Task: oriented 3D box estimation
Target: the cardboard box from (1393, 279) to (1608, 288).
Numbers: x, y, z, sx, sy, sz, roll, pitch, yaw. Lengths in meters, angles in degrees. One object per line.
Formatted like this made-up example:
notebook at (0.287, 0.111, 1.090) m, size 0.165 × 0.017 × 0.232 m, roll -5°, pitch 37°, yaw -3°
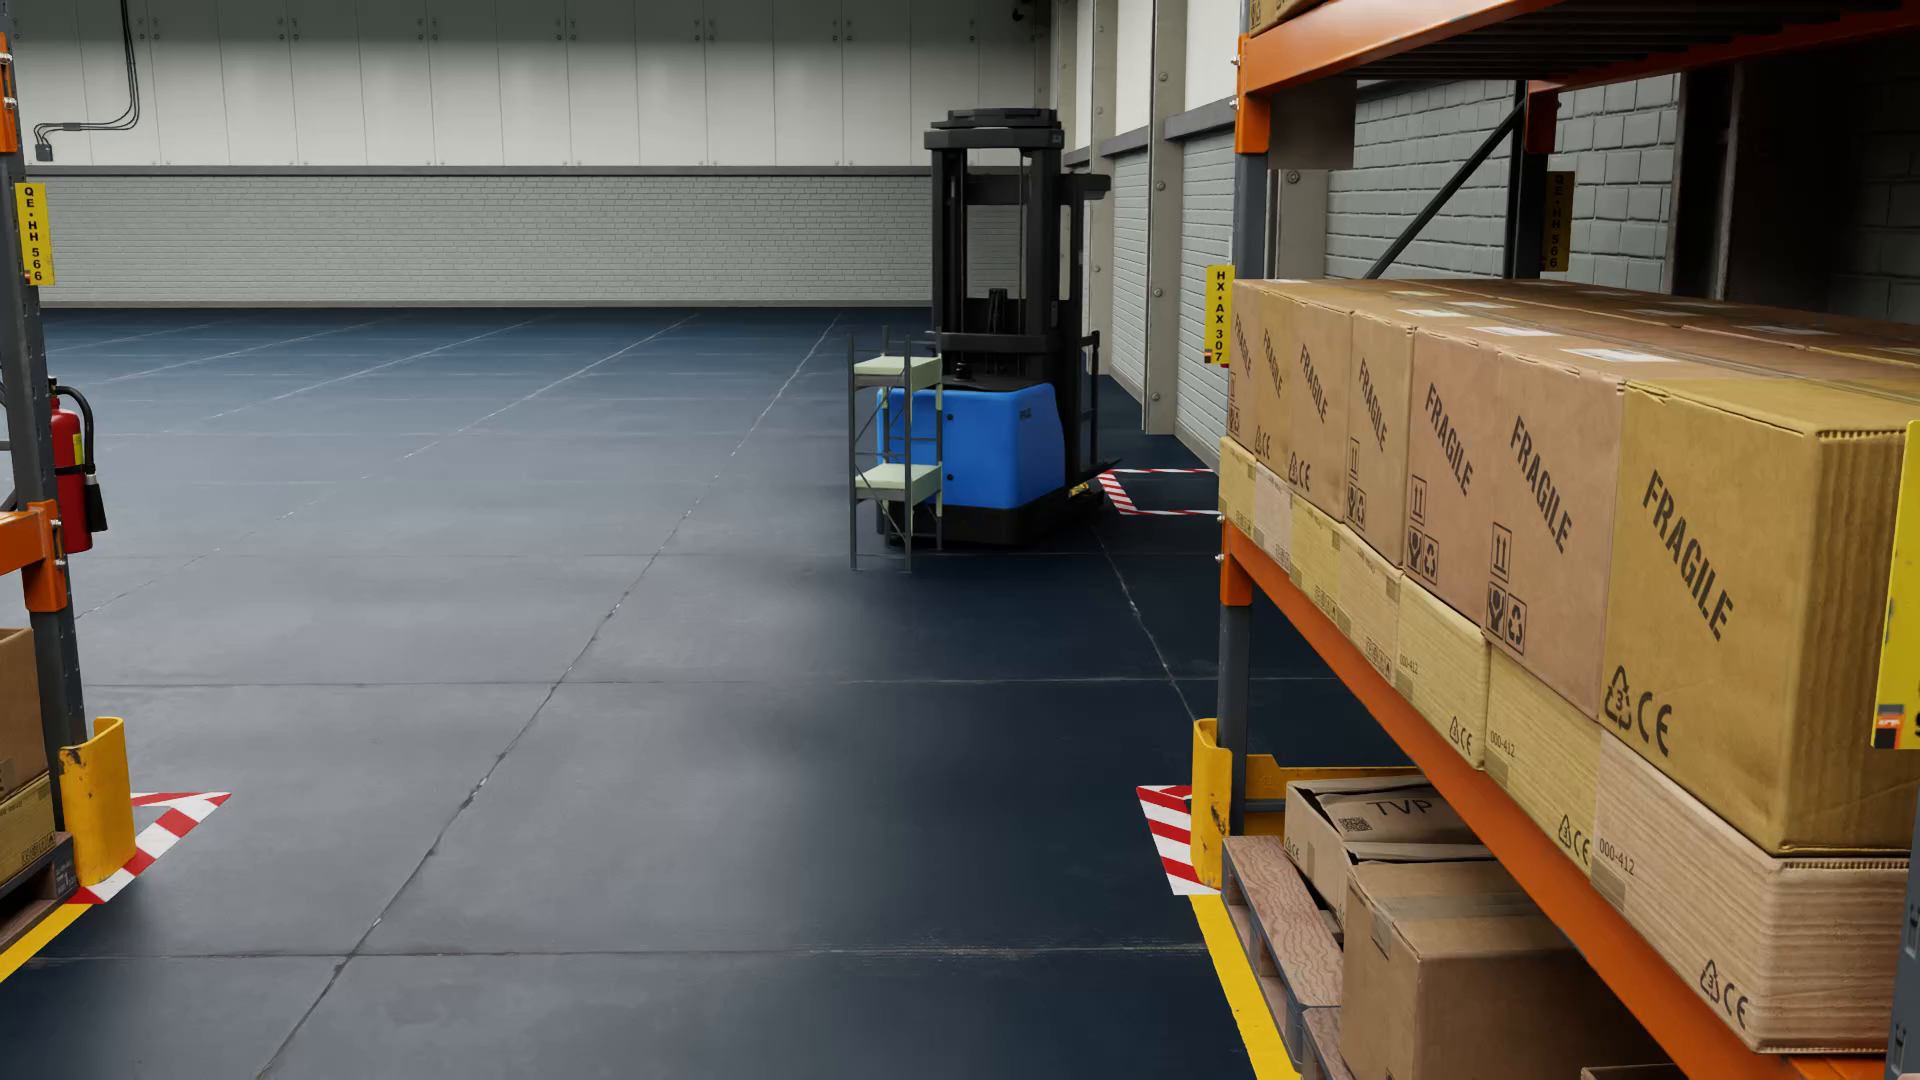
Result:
cardboard box at (1.632, -0.539, 5.115) m, size 0.500 × 0.500 × 0.500 m, roll 0°, pitch 11°, yaw -2°

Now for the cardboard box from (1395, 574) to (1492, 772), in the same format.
cardboard box at (1.151, 0.238, 3.166) m, size 0.500 × 0.250 × 0.500 m, roll 0°, pitch 11°, yaw -1°

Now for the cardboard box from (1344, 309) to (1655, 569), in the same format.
cardboard box at (1.146, -0.233, 3.602) m, size 0.500 × 0.500 × 0.500 m, roll 0°, pitch 11°, yaw 1°

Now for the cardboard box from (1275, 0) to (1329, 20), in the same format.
cardboard box at (1.142, -1.683, 4.464) m, size 0.500 × 0.500 × 0.500 m, roll 1°, pitch 11°, yaw 3°

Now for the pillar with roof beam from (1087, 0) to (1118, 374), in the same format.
pillar with roof beam at (-2.387, -6.693, 21.919) m, size 9.100 × 9.000 × 0.400 m, roll 0°, pitch 11°, yaw -1°

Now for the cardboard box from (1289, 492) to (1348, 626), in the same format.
cardboard box at (1.132, 0.038, 4.154) m, size 0.500 × 0.250 × 0.500 m, roll 0°, pitch 11°, yaw -2°

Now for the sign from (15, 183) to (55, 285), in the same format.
sign at (-3.000, -0.990, 5.389) m, size 0.100 × 0.325 × 0.005 m, roll 0°, pitch 11°, yaw -1°

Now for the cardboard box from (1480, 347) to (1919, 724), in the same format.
cardboard box at (1.157, -0.029, 2.599) m, size 0.500 × 0.500 × 0.500 m, roll 0°, pitch 11°, yaw -1°

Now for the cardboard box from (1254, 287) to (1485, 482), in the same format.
cardboard box at (1.119, -0.438, 4.614) m, size 0.500 × 0.500 × 0.500 m, roll 0°, pitch 11°, yaw -1°

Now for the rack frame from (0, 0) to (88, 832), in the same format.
rack frame at (-3.543, -0.307, 5.530) m, size 1.000 × 3.000 × 0.127 m, roll 0°, pitch 11°, yaw -1°

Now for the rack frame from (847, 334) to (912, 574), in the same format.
rack frame at (-0.501, -0.531, 10.402) m, size 0.400 × 1.500 × 0.023 m, roll 3°, pitch 12°, yaw 14°

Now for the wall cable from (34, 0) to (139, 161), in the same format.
wall cable at (-19.071, -11.261, 35.878) m, size 2.305 × 6.003 × 0.169 m, roll 0°, pitch 11°, yaw -1°

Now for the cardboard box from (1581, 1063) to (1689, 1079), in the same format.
cardboard box at (1.431, 1.270, 2.935) m, size 0.500 × 0.500 × 0.500 m, roll -1°, pitch 12°, yaw -5°

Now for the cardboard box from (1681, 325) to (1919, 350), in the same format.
cardboard box at (1.680, -0.133, 3.113) m, size 0.500 × 0.500 × 0.500 m, roll 0°, pitch 11°, yaw 0°

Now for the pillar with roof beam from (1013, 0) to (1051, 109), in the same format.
pillar with roof beam at (-2.635, -9.079, 33.677) m, size 9.100 × 9.000 × 0.548 m, roll 0°, pitch 11°, yaw -1°

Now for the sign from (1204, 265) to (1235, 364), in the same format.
sign at (0.867, -0.750, 5.537) m, size 0.100 × 0.325 × 0.005 m, roll 0°, pitch 11°, yaw -1°

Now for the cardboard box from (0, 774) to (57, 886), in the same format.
cardboard box at (-3.237, 0.940, 5.242) m, size 0.500 × 0.250 × 0.500 m, roll 0°, pitch 11°, yaw -1°

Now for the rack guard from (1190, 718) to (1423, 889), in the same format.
rack guard at (1.411, 0.912, 5.808) m, size 1.175 × 0.500 × 0.348 m, roll 0°, pitch 11°, yaw -1°

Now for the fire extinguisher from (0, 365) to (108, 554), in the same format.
fire extinguisher at (-3.081, -0.295, 5.663) m, size 0.296 × 0.674 × 0.183 m, roll 0°, pitch 11°, yaw -1°

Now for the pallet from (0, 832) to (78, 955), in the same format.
pallet at (-3.485, 1.211, 5.059) m, size 1.003 × 0.211 × 1.213 m, roll 0°, pitch 11°, yaw -1°

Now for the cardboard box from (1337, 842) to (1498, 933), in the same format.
cardboard box at (1.346, 1.025, 4.619) m, size 0.500 × 0.311 × 0.500 m, roll 1°, pitch 11°, yaw 4°

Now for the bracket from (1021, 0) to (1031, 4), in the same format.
bracket at (1.323, -10.777, 32.992) m, size 0.235 × 0.232 × 0.430 m, roll 0°, pitch 11°, yaw -1°

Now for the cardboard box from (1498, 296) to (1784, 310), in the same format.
cardboard box at (1.647, -0.337, 4.115) m, size 0.500 × 0.500 × 0.500 m, roll -1°, pitch 11°, yaw -3°

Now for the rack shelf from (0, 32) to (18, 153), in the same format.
rack shelf at (-3.502, -1.027, 3.344) m, size 1.077 × 0.370 × 4.000 m, roll 0°, pitch 11°, yaw -1°

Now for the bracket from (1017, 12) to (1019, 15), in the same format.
bracket at (1.269, -11.295, 35.549) m, size 0.076 × 0.066 × 3.189 m, roll 0°, pitch 11°, yaw -1°

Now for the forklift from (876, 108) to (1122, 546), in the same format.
forklift at (0.453, -1.646, 12.301) m, size 1.130 × 2.935 × 3.031 m, roll 5°, pitch 12°, yaw 22°

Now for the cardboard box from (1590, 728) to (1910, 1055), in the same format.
cardboard box at (1.179, 0.437, 2.185) m, size 0.500 × 0.250 × 0.500 m, roll 0°, pitch 11°, yaw -1°

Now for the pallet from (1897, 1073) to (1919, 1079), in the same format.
pallet at (1.362, 0.713, 0.982) m, size 1.003 × 0.211 × 1.213 m, roll 0°, pitch 11°, yaw -1°

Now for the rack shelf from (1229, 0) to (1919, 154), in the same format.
rack shelf at (1.451, -1.048, 3.447) m, size 1.077 × 0.370 × 4.000 m, roll 0°, pitch 11°, yaw -1°

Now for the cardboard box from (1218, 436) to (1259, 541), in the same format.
cardboard box at (1.102, -0.166, 5.162) m, size 0.500 × 0.250 × 0.500 m, roll -1°, pitch 11°, yaw -3°

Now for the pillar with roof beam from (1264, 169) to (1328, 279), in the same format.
pillar with roof beam at (-2.139, -4.308, 10.161) m, size 9.100 × 9.000 × 0.400 m, roll 0°, pitch 11°, yaw -1°

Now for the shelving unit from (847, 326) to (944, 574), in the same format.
shelving unit at (-0.408, -0.601, 10.749) m, size 0.431 × 1.500 × 0.755 m, roll 3°, pitch 12°, yaw 14°

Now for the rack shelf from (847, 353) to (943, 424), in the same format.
rack shelf at (-0.408, -0.983, 10.671) m, size 0.431 × 0.370 × 0.720 m, roll 3°, pitch 12°, yaw 14°
